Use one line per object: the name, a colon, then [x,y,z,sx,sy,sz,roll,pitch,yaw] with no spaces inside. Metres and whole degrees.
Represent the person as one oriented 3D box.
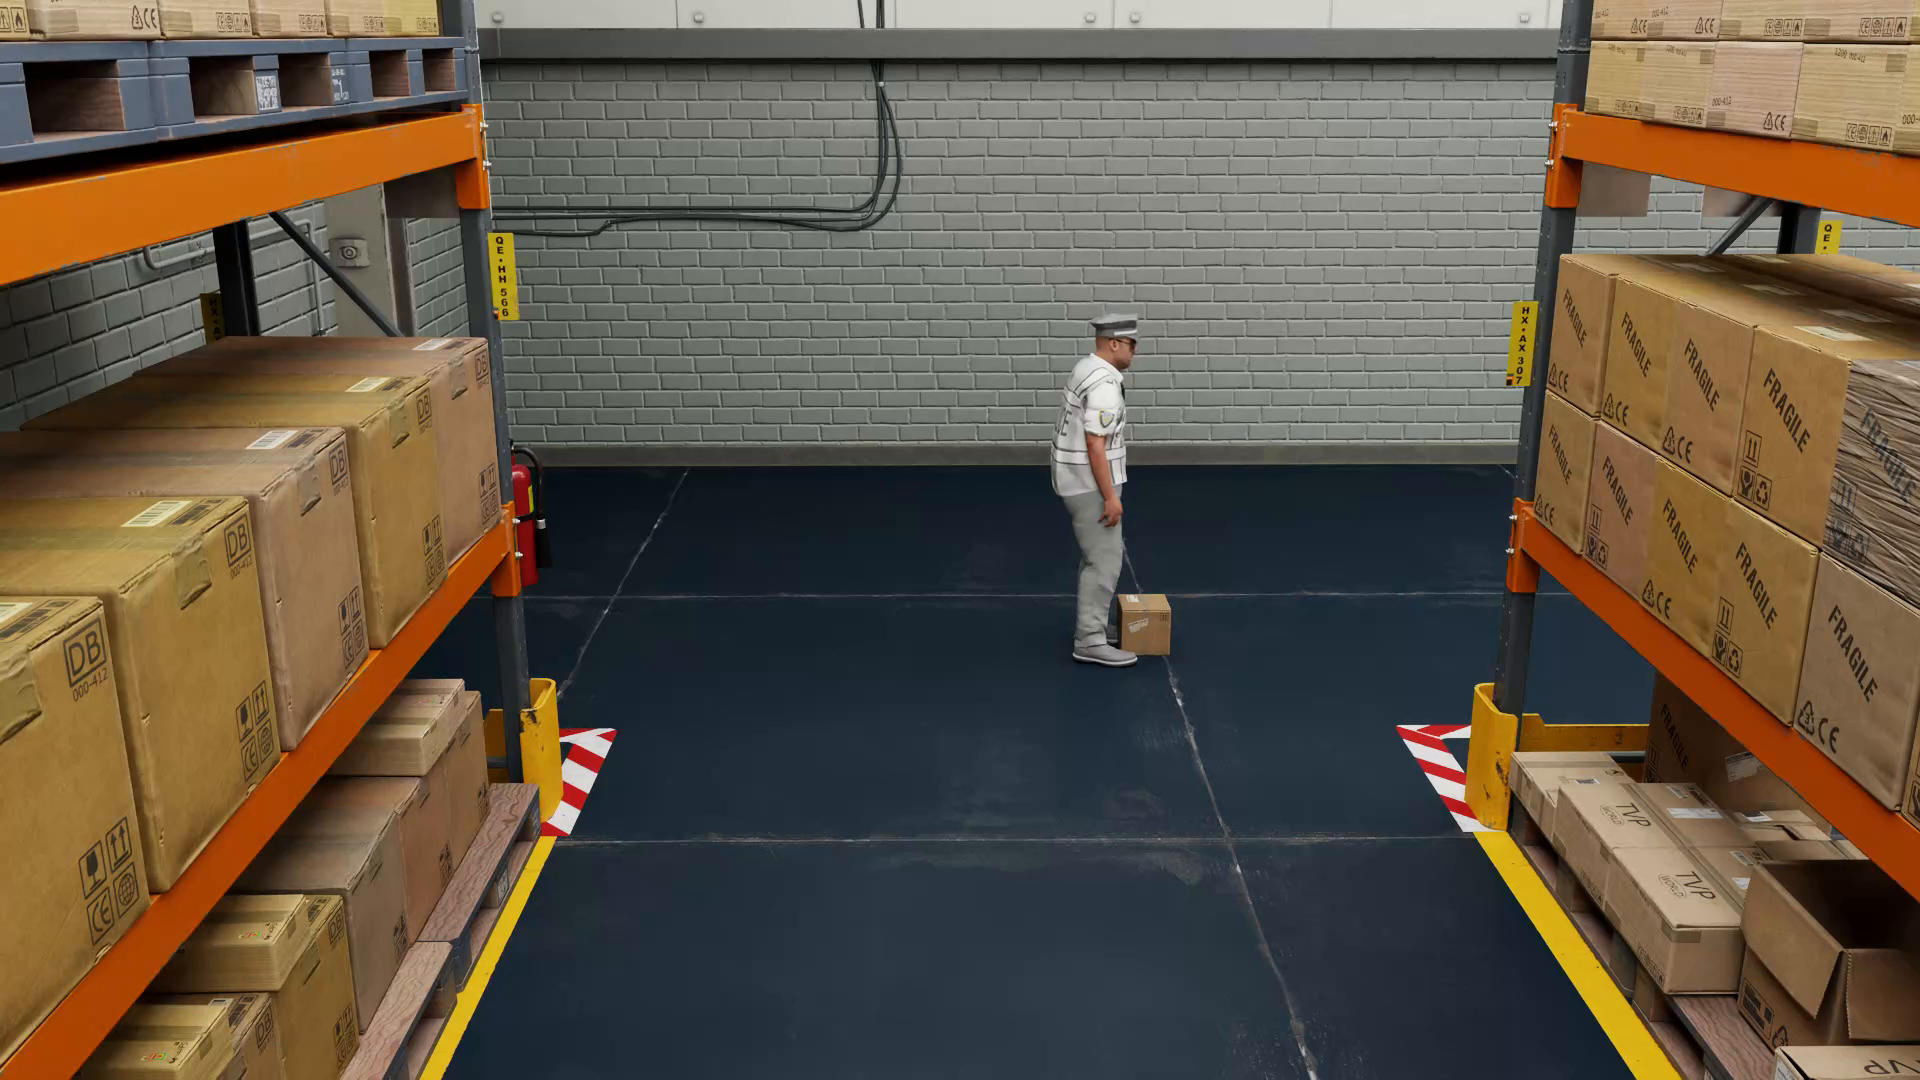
person: [0.698,-0.275,8.430,0.467,1.748,0.593,-1,17,-2]
